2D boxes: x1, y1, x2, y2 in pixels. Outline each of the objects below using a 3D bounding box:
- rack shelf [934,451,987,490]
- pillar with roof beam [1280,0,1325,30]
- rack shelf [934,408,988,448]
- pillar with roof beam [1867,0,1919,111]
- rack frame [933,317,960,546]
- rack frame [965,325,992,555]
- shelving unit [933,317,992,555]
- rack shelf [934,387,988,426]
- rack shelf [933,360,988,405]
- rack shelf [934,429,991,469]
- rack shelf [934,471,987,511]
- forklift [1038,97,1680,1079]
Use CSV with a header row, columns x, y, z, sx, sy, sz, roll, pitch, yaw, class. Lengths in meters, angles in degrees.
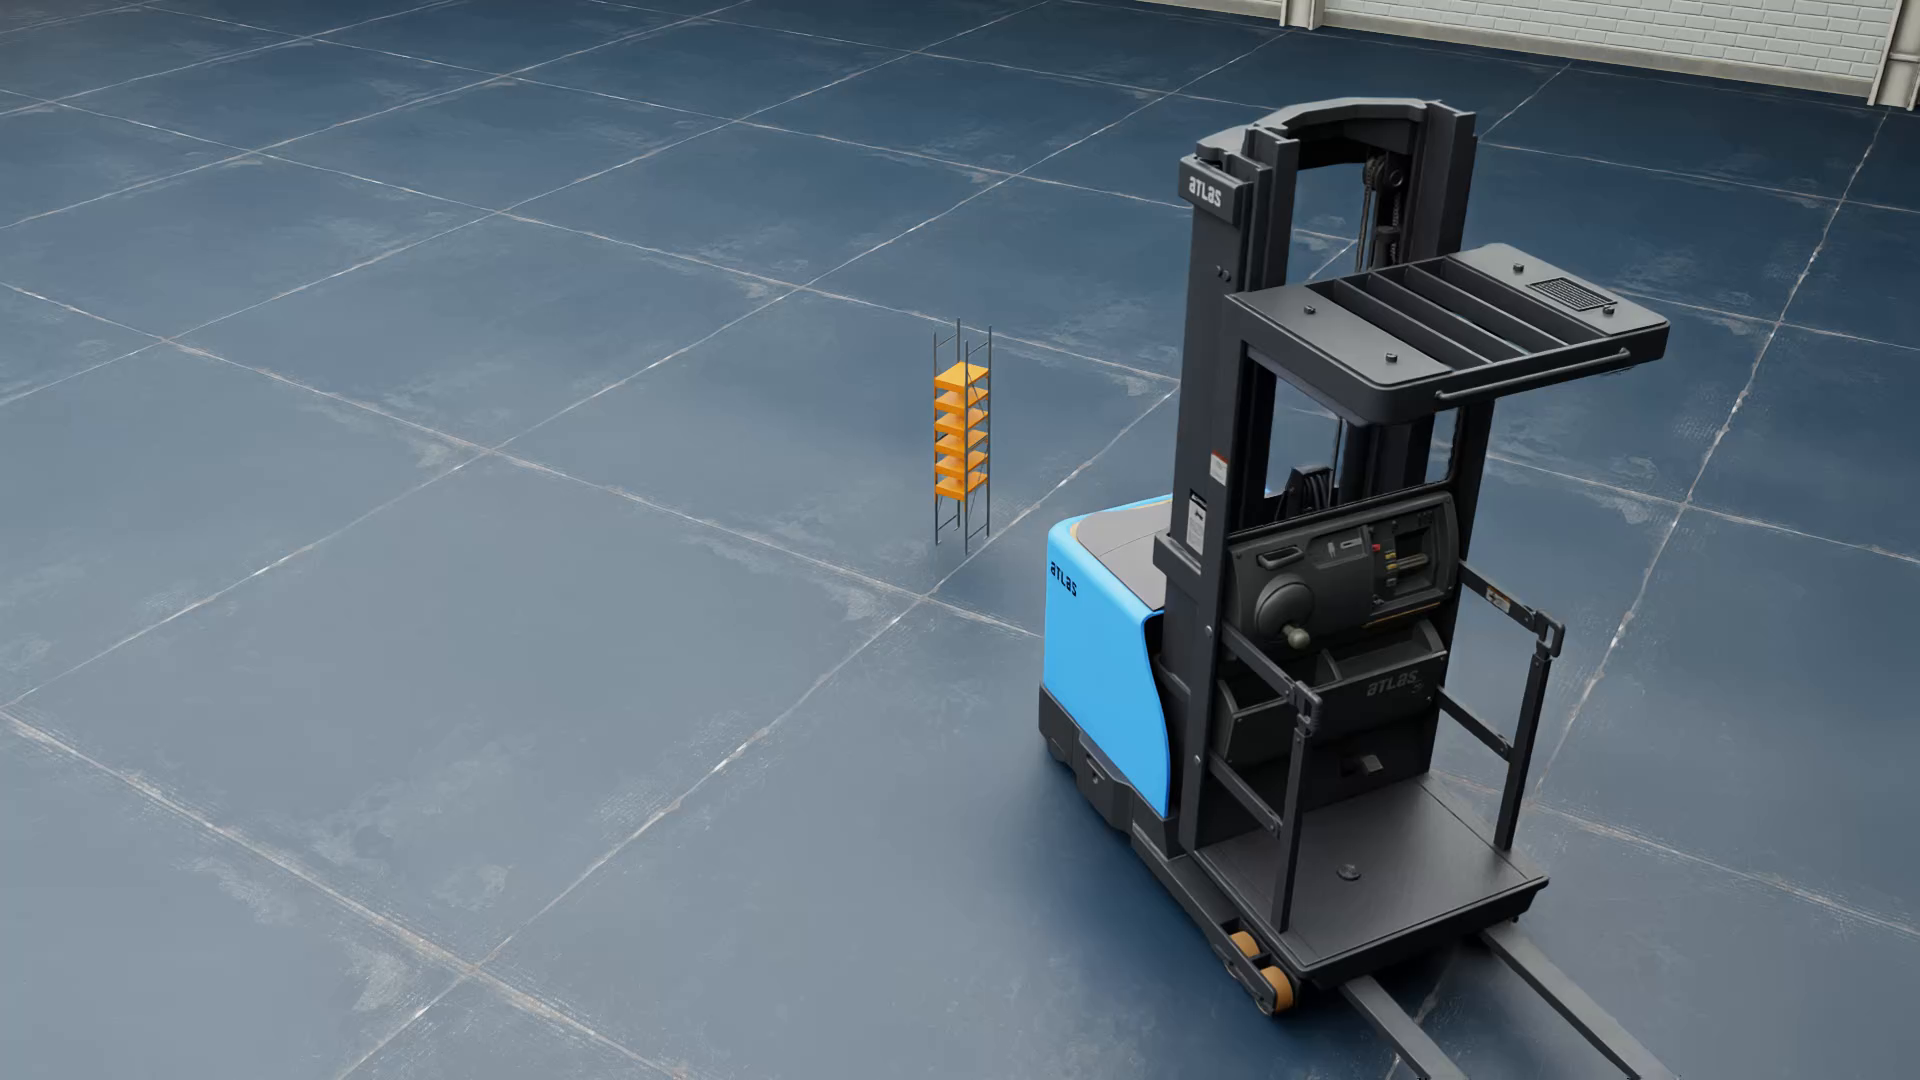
x,y,z,sx,sy,sz,roll,pitch,yaw,class
0.012,-0.372,8.524,0.180,0.103,0.258,18,35,27,rack shelf
1.538,-7.826,13.234,0.400,9.000,9.100,18,35,27,pillar with roof beam
0.012,-0.580,8.403,0.180,0.103,0.258,18,35,27,rack shelf
6.620,-6.218,10.479,0.400,9.000,9.100,18,35,27,pillar with roof beam
-0.065,-0.539,8.483,0.006,1.200,0.240,18,35,27,rack frame
0.090,-0.490,8.399,0.006,1.200,0.240,18,35,27,rack frame
0.012,-0.514,8.441,0.189,1.200,0.258,18,35,27,shelving unit
0.012,-0.683,8.342,0.180,0.103,0.258,18,35,27,rack shelf
0.012,-0.787,8.282,0.180,0.103,0.258,18,35,27,rack shelf
0.012,-0.476,8.463,0.180,0.103,0.258,18,35,27,rack shelf
0.012,-0.269,8.584,0.180,0.103,0.258,18,35,27,rack shelf
1.431,0.156,5.574,1.130,2.935,3.031,-14,33,-22,forklift
